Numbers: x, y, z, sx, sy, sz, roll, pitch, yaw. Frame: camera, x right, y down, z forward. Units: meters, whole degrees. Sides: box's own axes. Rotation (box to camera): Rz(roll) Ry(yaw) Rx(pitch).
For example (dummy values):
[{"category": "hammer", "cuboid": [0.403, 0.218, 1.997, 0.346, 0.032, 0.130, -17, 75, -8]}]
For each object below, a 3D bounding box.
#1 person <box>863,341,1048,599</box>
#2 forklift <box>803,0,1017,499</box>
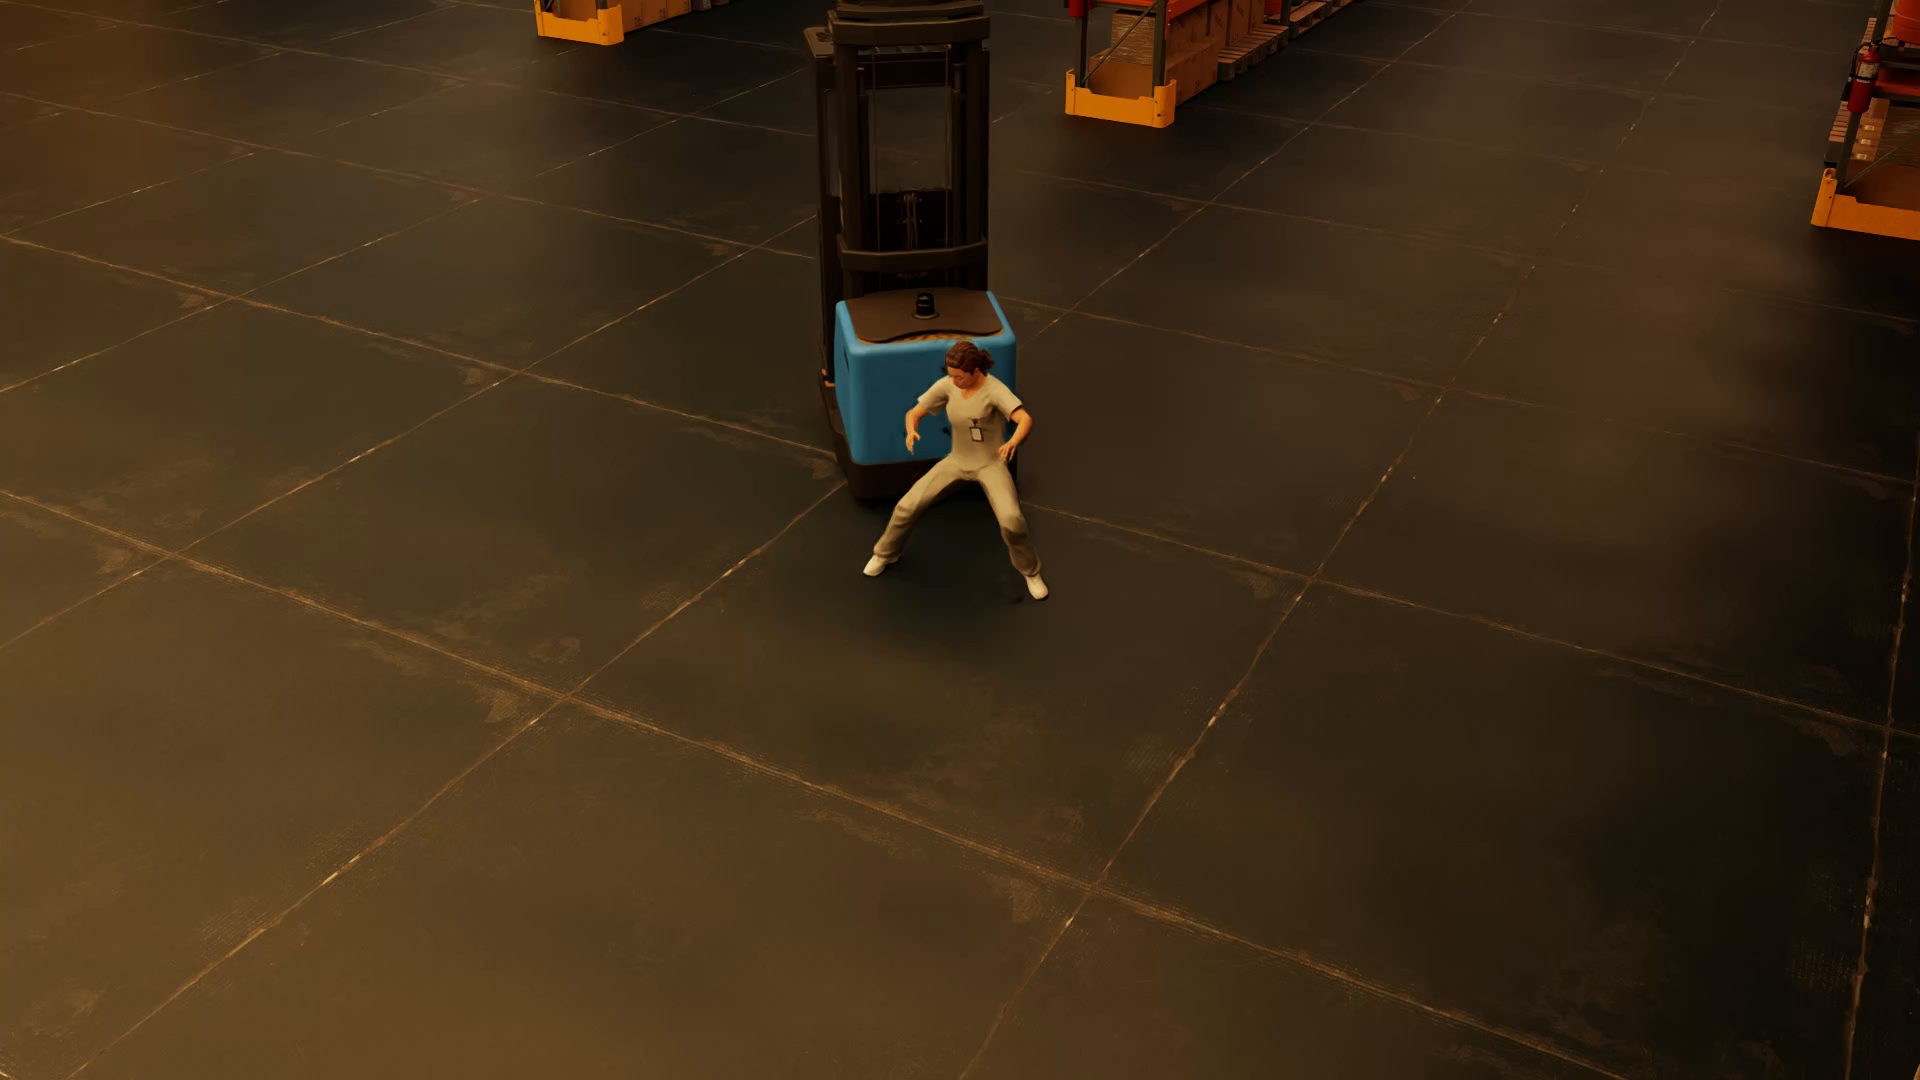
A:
[{"category": "person", "cuboid": [0.011, -0.399, 9.242, 1.068, 1.449, 0.649, 18, 34, 28]}, {"category": "forklift", "cuboid": [-0.403, -2.243, 10.956, 1.130, 2.935, 3.031, -5, 30, -9]}]
